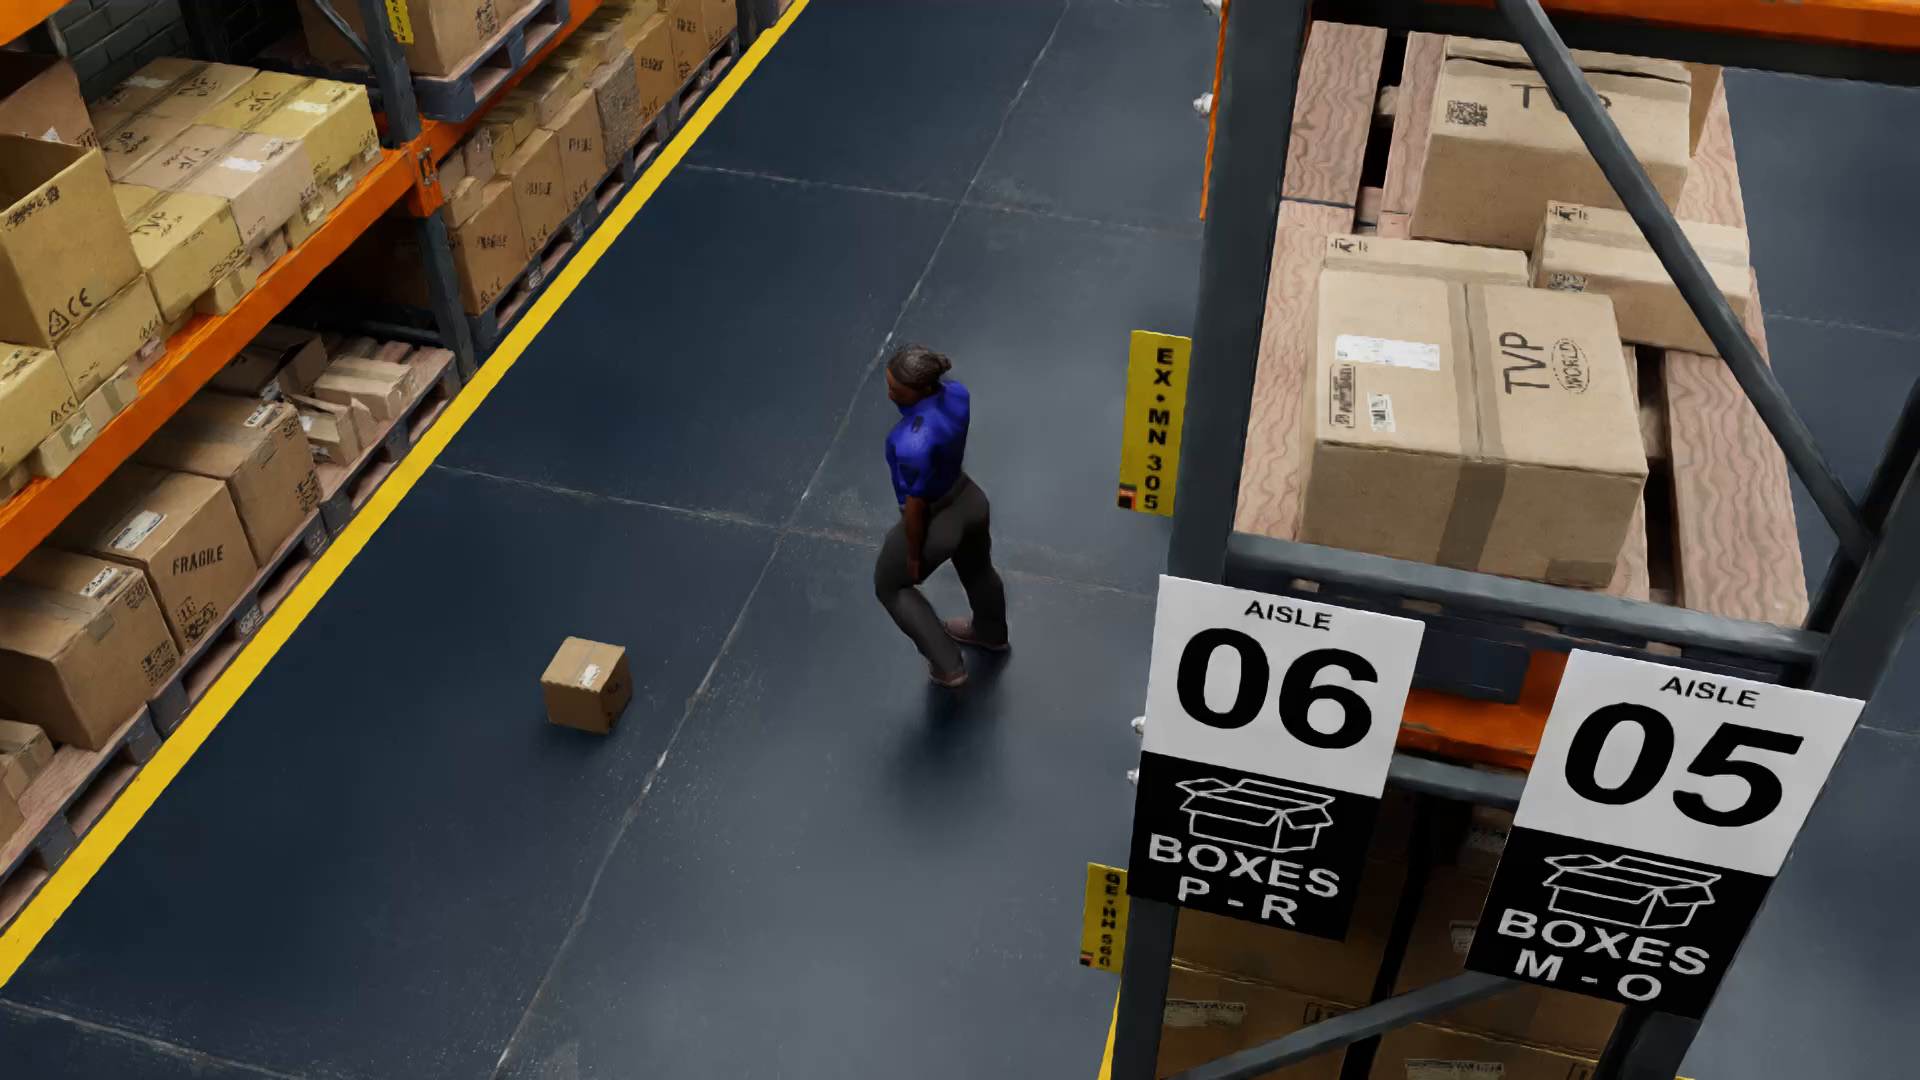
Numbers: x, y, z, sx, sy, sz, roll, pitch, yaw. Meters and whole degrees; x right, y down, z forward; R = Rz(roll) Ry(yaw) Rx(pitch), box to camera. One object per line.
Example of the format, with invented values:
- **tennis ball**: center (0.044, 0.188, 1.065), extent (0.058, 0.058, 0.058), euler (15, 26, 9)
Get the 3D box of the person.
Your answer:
- **person**: center (-0.072, -0.095, 6.281), extent (0.445, 1.632, 0.554), euler (24, 47, 25)
